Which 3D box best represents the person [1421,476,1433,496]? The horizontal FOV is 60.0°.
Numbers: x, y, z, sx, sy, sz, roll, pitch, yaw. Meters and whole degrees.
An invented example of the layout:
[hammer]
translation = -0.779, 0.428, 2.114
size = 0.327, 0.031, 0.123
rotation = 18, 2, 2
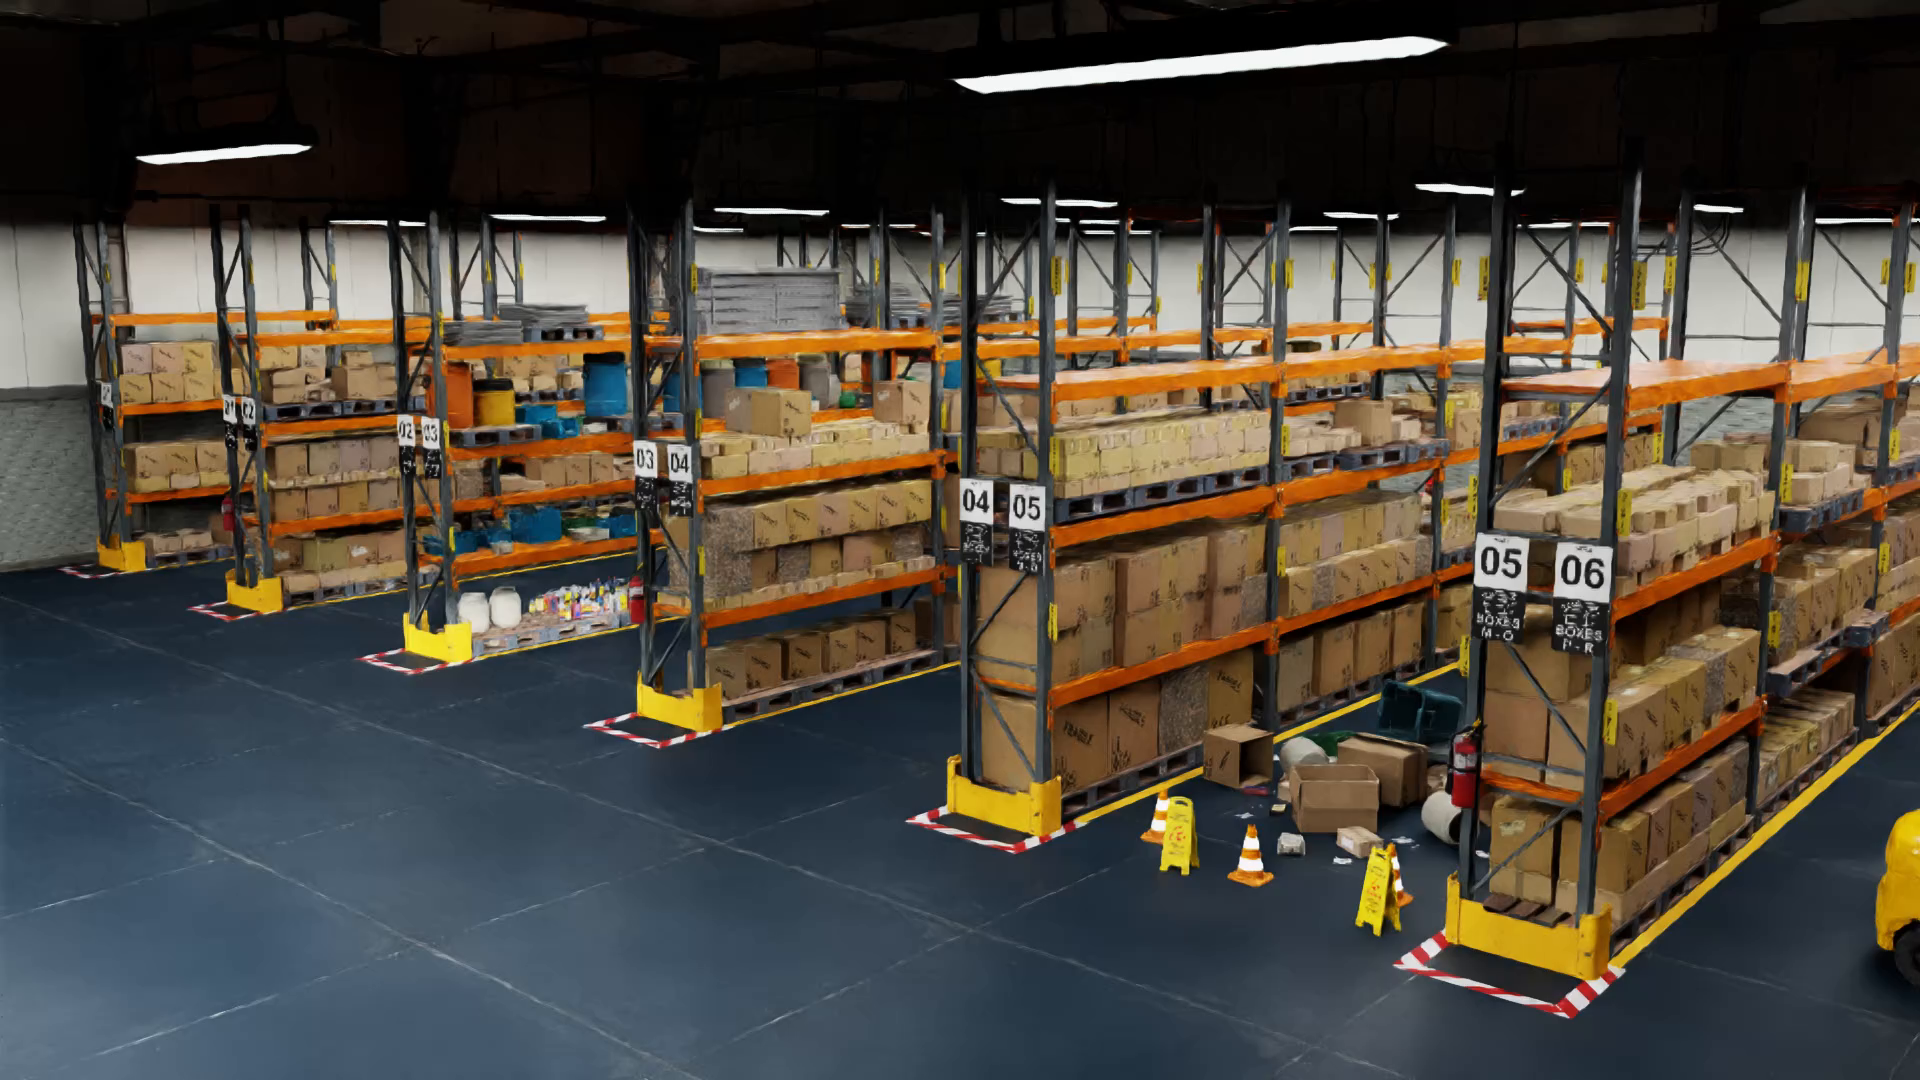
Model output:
[person]
translation = 7.702, -0.209, 27.277
size = 0.553, 1.706, 1.123
rotation = 9, 13, 42
